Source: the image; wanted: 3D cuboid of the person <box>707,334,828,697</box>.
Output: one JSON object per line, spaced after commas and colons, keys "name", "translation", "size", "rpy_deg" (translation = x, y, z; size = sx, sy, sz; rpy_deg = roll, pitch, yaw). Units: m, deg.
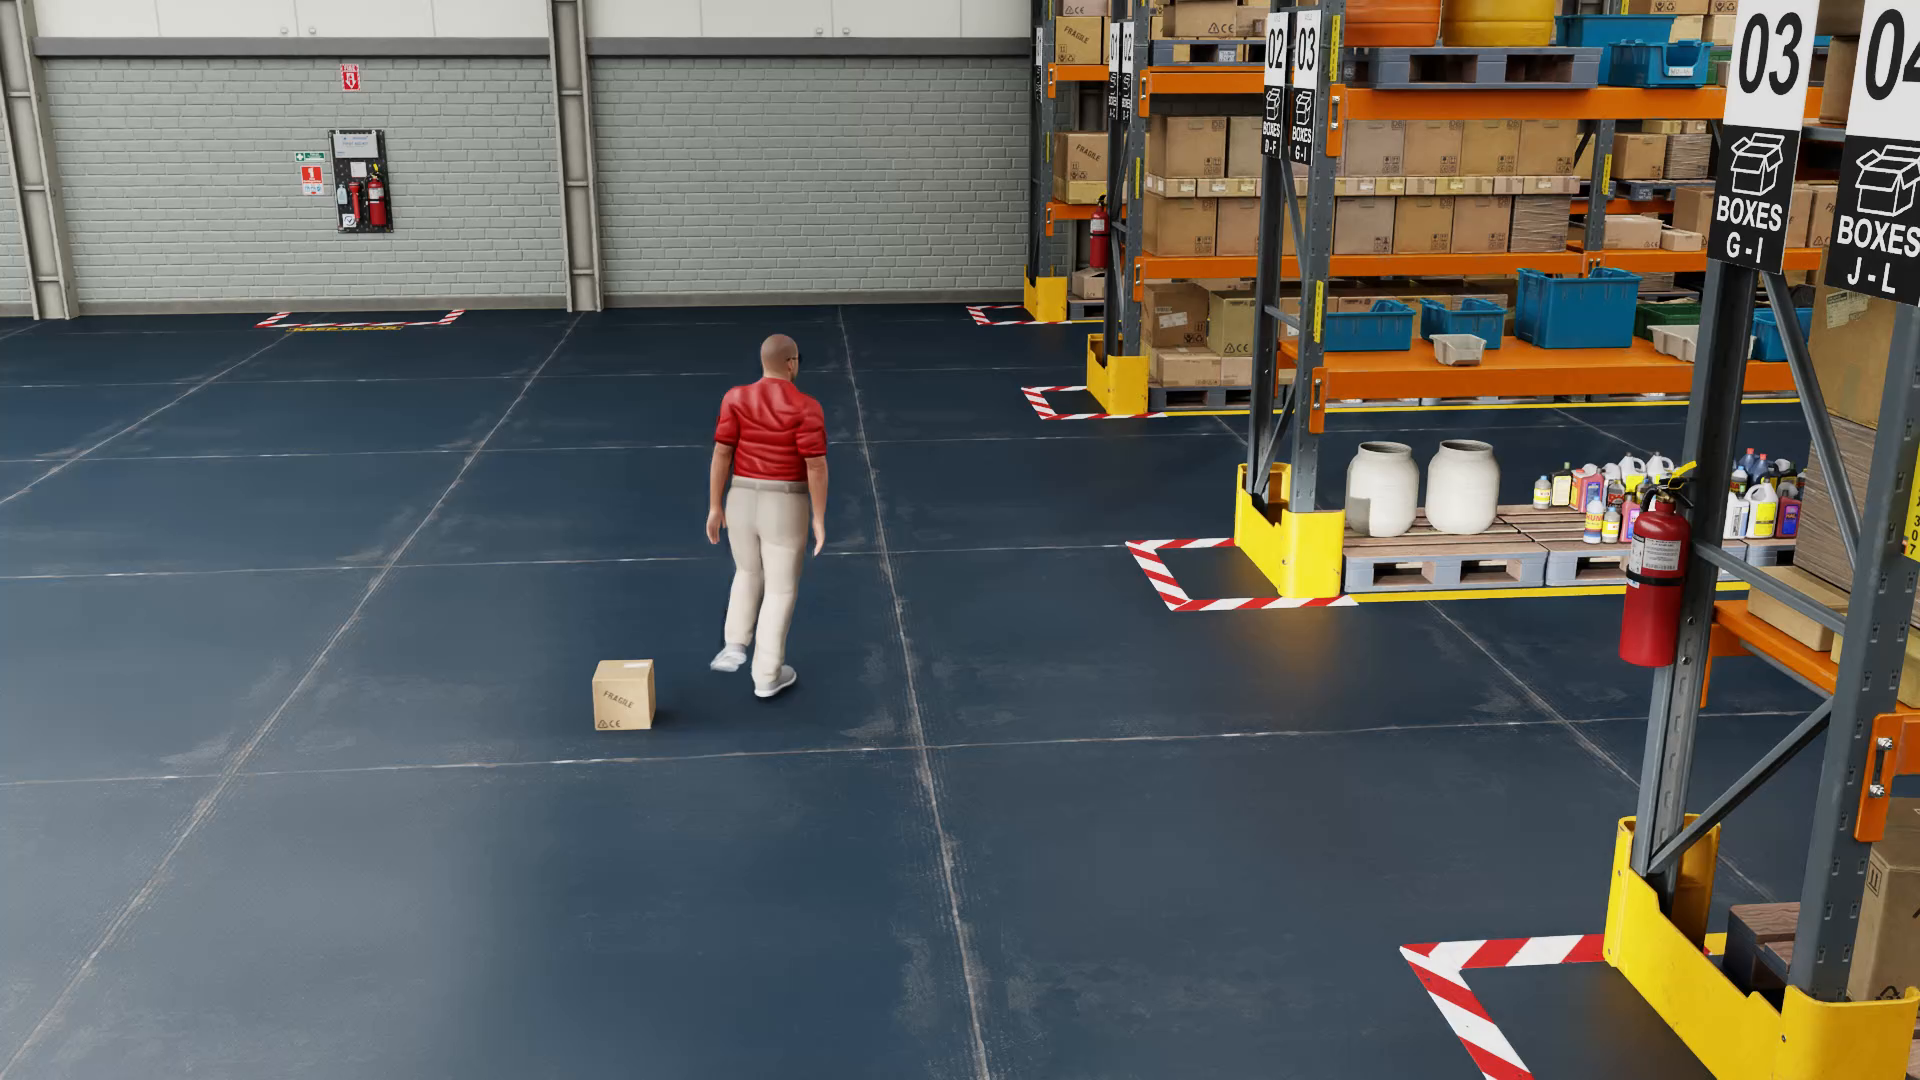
{"name": "person", "translation": [-0.911, -0.119, 7.919], "size": [0.596, 1.714, 0.484], "rpy_deg": [5, 17, 17]}
